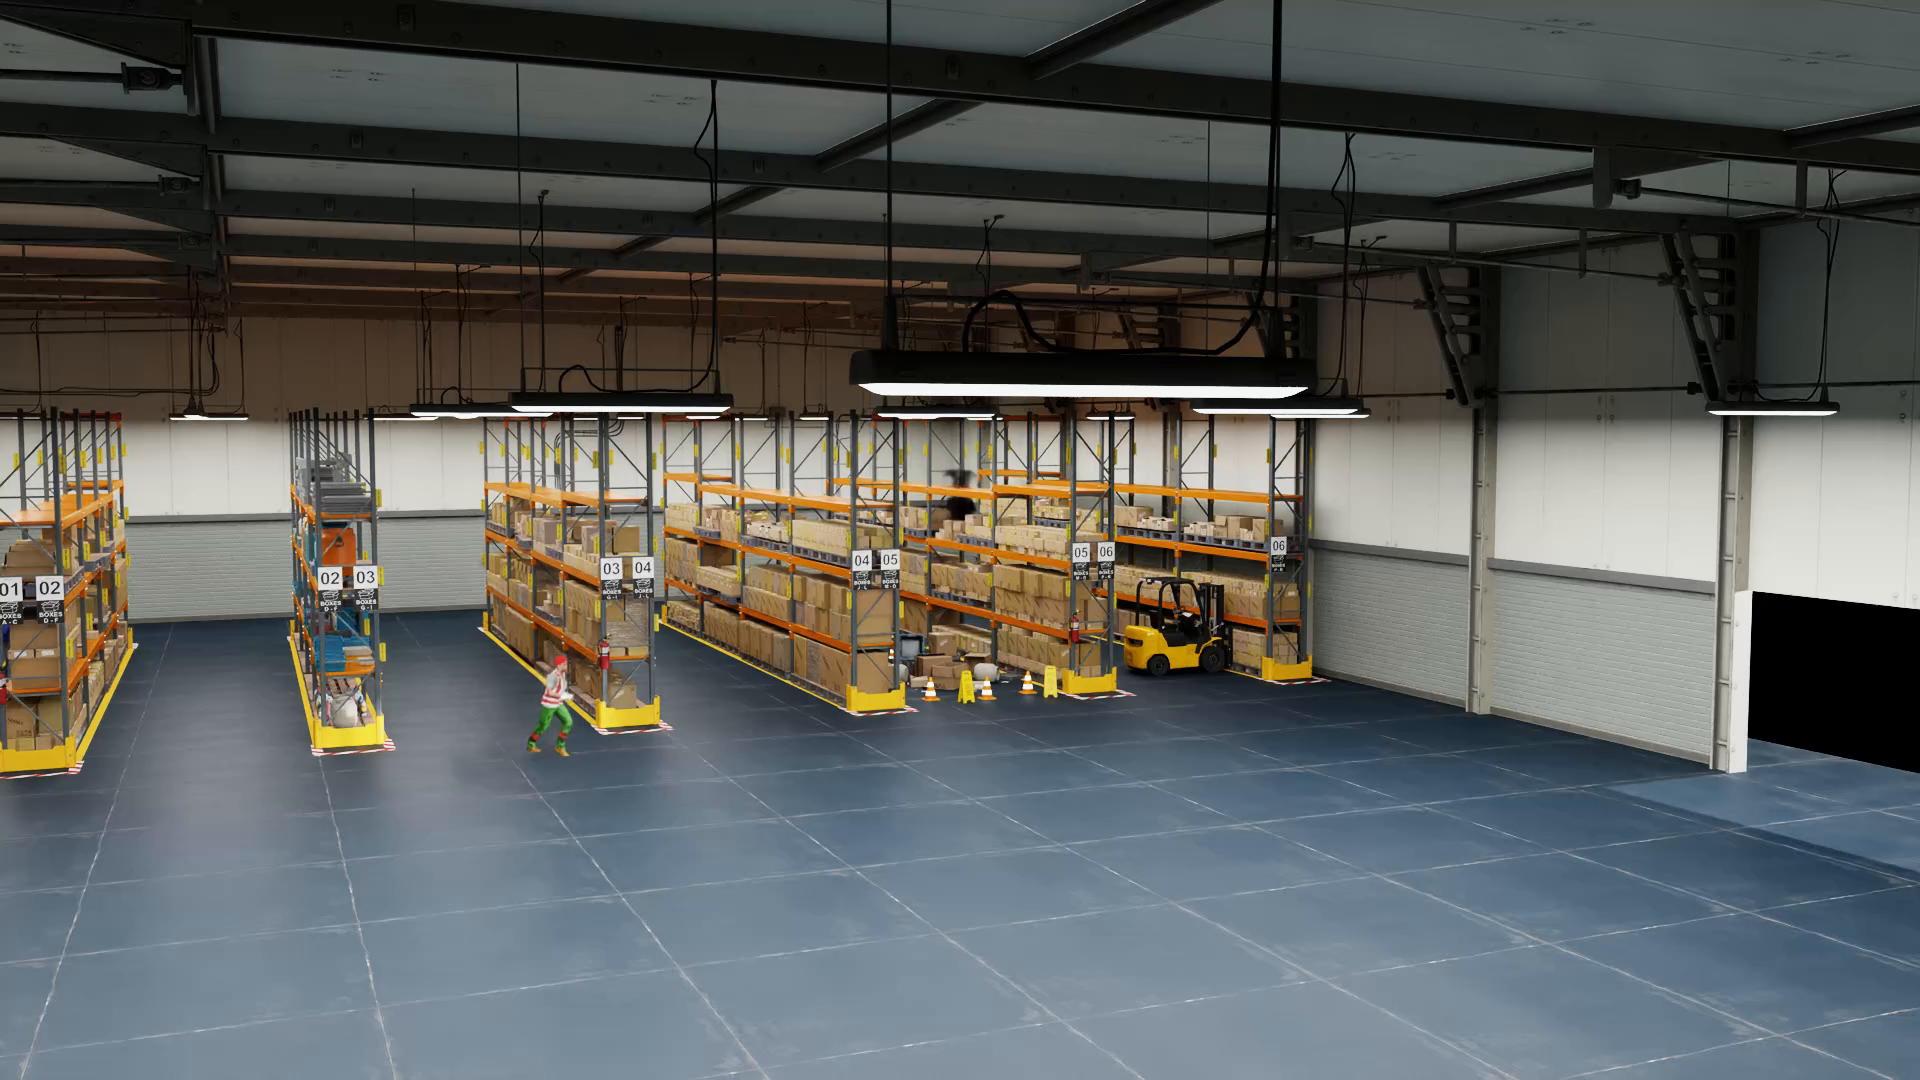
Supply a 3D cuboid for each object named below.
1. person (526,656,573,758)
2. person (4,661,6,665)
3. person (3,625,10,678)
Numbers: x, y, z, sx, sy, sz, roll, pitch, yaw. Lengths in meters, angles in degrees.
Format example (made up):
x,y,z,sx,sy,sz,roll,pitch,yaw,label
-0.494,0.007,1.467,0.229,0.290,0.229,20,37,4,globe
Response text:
x,y,z,sx,sy,sz,roll,pitch,yaw,label
-7.037,2.861,28.553,0.923,1.775,0.672,1,4,16,person
-19.303,2.537,32.951,0.679,1.754,0.954,-3,5,-34,person
-21.110,2.377,36.597,0.572,1.580,0.597,-2,5,-27,person
